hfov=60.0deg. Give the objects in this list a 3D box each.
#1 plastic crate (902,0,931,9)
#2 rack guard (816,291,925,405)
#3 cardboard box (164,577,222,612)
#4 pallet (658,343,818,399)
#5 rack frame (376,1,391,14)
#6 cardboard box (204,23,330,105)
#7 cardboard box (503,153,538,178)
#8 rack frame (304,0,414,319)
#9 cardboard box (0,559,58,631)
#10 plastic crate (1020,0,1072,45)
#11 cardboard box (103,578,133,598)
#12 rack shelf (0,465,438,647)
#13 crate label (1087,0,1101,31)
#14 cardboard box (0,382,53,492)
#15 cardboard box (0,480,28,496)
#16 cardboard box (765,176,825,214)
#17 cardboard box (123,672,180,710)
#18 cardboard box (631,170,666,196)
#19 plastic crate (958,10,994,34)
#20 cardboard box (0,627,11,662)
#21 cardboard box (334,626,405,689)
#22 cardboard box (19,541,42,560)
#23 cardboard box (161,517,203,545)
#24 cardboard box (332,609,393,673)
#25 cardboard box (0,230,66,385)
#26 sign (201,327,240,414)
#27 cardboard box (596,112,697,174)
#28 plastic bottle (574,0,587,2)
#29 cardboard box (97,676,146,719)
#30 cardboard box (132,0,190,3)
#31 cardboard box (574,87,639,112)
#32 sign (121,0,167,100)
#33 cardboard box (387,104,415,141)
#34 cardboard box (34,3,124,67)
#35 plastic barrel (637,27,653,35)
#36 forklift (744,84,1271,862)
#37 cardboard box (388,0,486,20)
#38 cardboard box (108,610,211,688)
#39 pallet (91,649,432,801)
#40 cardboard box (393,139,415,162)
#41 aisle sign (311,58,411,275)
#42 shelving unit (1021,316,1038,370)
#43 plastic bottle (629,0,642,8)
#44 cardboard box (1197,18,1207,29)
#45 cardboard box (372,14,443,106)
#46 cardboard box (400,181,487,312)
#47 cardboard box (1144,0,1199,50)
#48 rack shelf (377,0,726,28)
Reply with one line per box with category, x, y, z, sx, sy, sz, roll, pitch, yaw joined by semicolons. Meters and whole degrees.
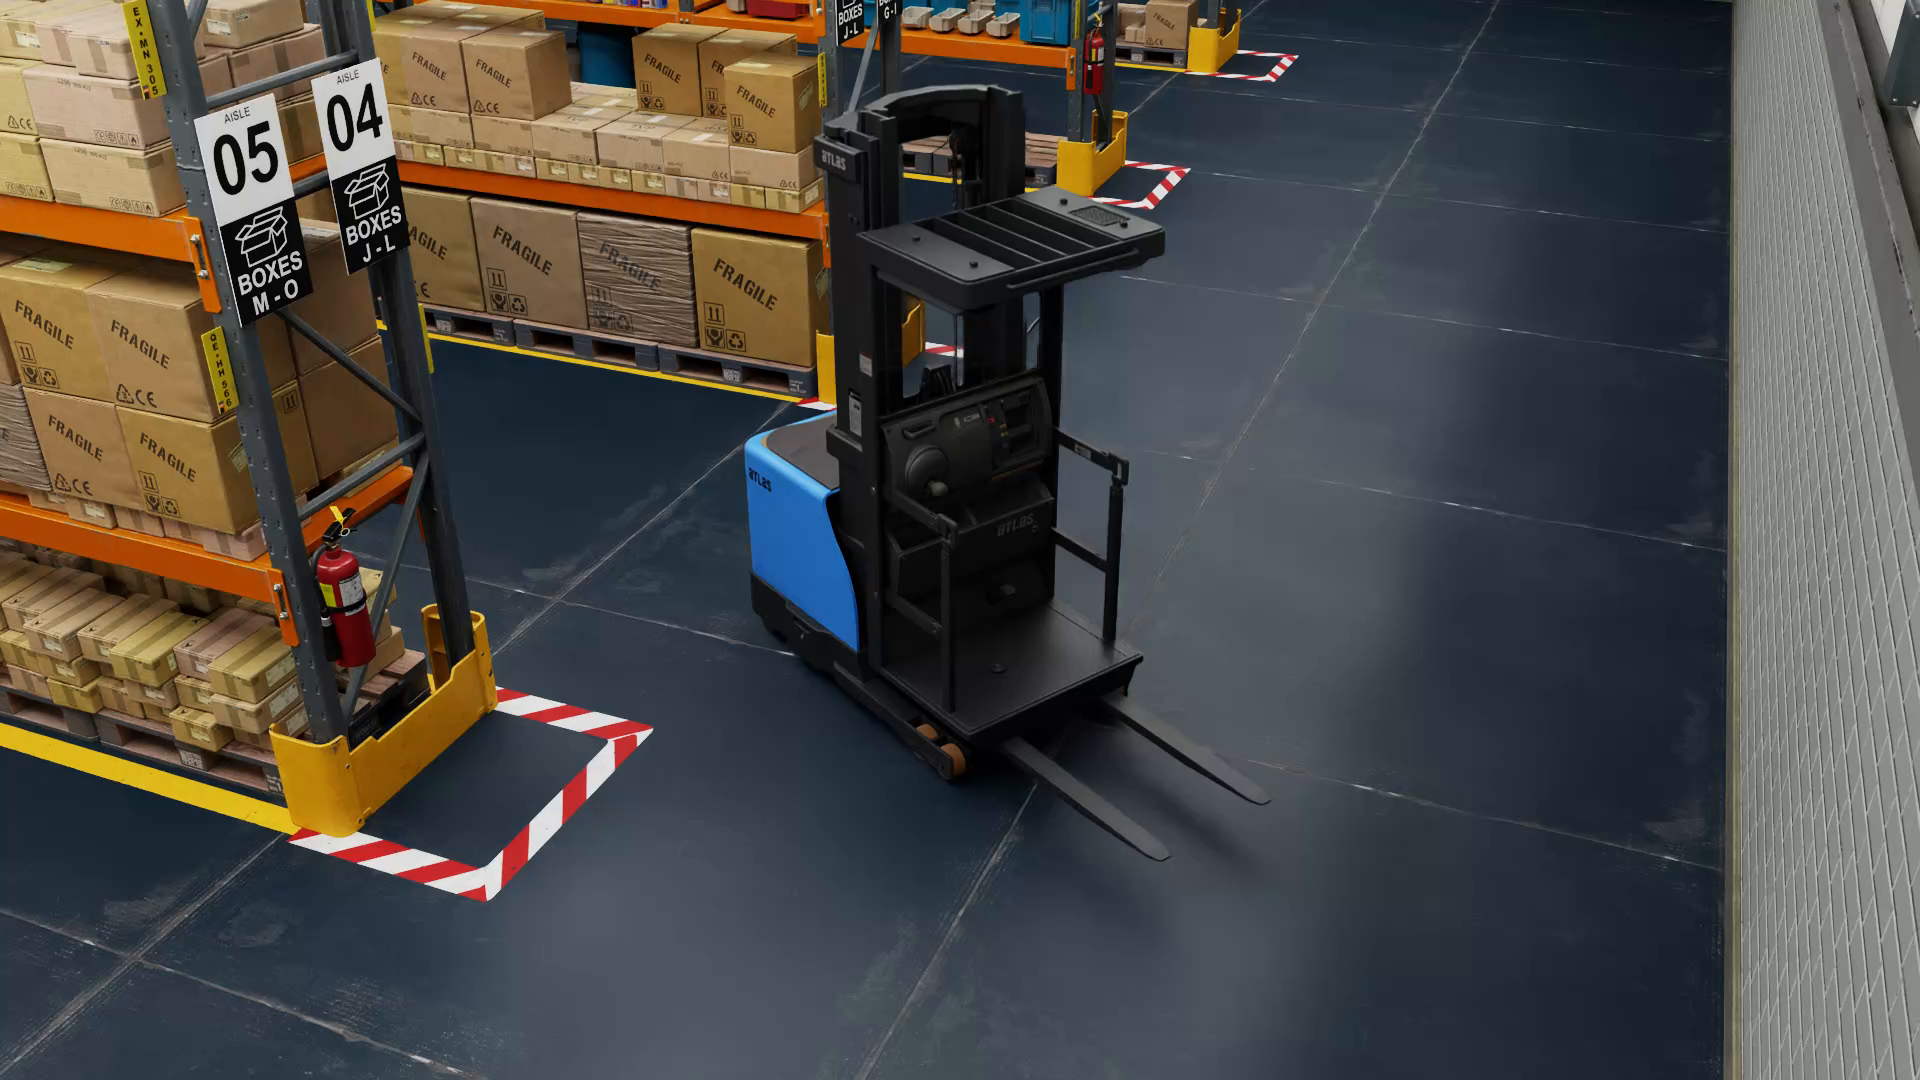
plastic crate;-0.377;-5.204;16.017;0.300;0.233;0.416;11;31;19
rack guard;-0.614;-1.405;11.727;0.348;0.500;1.175;11;31;19
cardboard box;-3.699;0.184;8.242;0.250;0.149;0.380;10;31;17
pallet;-1.407;-1.395;12.004;1.213;0.211;1.003;11;31;19
rack frame;-6.187;-6.236;17.734;0.127;3.000;1.000;11;31;19
cardboard box;-2.913;-1.914;6.684;0.500;0.250;0.500;12;32;20
cardboard box;-2.992;-2.682;11.702;0.250;0.149;0.380;12;32;20
rack frame;-4.343;-3.237;12.429;0.127;3.000;1.000;11;31;19
cardboard box;-4.621;0.264;8.101;0.250;0.149;0.380;11;31;19
plastic crate;0.845;-4.774;15.051;0.499;0.435;0.616;11;31;19
cardboard box;-4.222;0.245;8.436;0.250;0.149;0.380;13;32;22
rack shelf;-4.448;-0.311;7.983;4.000;0.370;1.077;11;31;19
crate label;1.121;-4.905;15.488;0.303;0.233;0.416;11;31;19
cardboard box;-4.057;-0.580;7.324;0.500;0.500;0.500;11;31;19
cardboard box;-4.164;-0.355;7.585;0.250;0.149;0.380;10;31;17
cardboard box;-1.090;-2.304;11.032;0.250;0.149;0.380;12;32;20
cardboard box;-3.673;0.612;7.788;0.250;0.149;0.380;10;31;17
cardboard box;-2.037;-2.492;11.366;0.250;0.149;0.380;11;31;18
plastic crate;0.139;-4.795;15.393;0.243;0.136;0.396;11;31;19
cardboard box;-4.654;0.427;8.113;0.250;0.149;0.380;12;31;20
cardboard box;-2.960;0.561;8.179;0.250;0.149;0.380;12;32;20
cardboard box;-4.637;-0.040;8.638;0.250;0.149;0.380;10;31;17
cardboard box;-3.219;-0.140;7.204;0.250;0.149;0.380;11;31;19
cardboard box;-2.984;0.460;8.055;0.250;0.149;0.380;13;32;21
cardboard box;-4.067;-1.020;7.086;0.500;0.500;0.500;13;32;22
sign;-2.822;-0.647;6.348;0.005;0.325;0.100;11;31;19
cardboard box;-2.127;-2.718;11.361;0.500;0.250;0.500;10;31;17
plastic bottle;-3.773;-5.528;16.608;0.135;0.276;0.152;11;31;19
cardboard box;-3.883;0.672;7.983;0.250;0.149;0.380;12;31;20
cardboard box;-3.039;-2.105;6.617;0.250;0.149;0.380;13;32;21
cardboard box;-2.413;-3.055;11.957;0.500;0.250;0.500;11;31;18
sign;-2.822;-1.696;5.754;0.005;0.325;0.100;11;31;19
cardboard box;-4.006;-3.095;12.028;0.500;0.250;0.500;11;31;18
cardboard box;-3.213;-1.894;6.243;0.250;0.149;0.380;12;32;20
plastic barrel;-2.978;-4.873;17.029;0.708;0.901;0.600;11;31;19
forklift;0.177;-0.433;7.538;1.130;2.935;3.031;-21;36;-32
cardboard box;-3.816;-3.665;12.273;0.500;0.500;0.500;12;32;21
cardboard box;-3.680;0.500;7.683;0.250;0.149;0.380;11;31;18
pallet;-3.405;0.779;8.157;1.213;0.211;1.003;11;31;19
cardboard box;-3.950;-2.873;12.040;0.250;0.149;0.380;10;31;17
aisle sign;-2.414;-1.509;6.730;0.004;0.787;0.394;11;31;19
shelving unit;-0.072;-0.690;9.447;1.083;1.500;0.587;9;31;16
plastic bottle;-3.199;-5.392;16.360;0.133;0.283;0.061;11;31;19
cardboard box;2.833;-6.198;20.117;0.250;0.149;0.380;11;31;19
cardboard box;-3.995;-3.423;11.845;0.500;0.500;0.500;11;31;19
cardboard box;-3.761;-2.336;12.568;0.875;0.875;0.875;11;31;19
cardboard box;2.495;-6.105;19.596;0.500;0.500;0.500;11;31;19
rack shelf;-4.334;-5.552;17.256;4.000;0.370;1.077;11;31;19
